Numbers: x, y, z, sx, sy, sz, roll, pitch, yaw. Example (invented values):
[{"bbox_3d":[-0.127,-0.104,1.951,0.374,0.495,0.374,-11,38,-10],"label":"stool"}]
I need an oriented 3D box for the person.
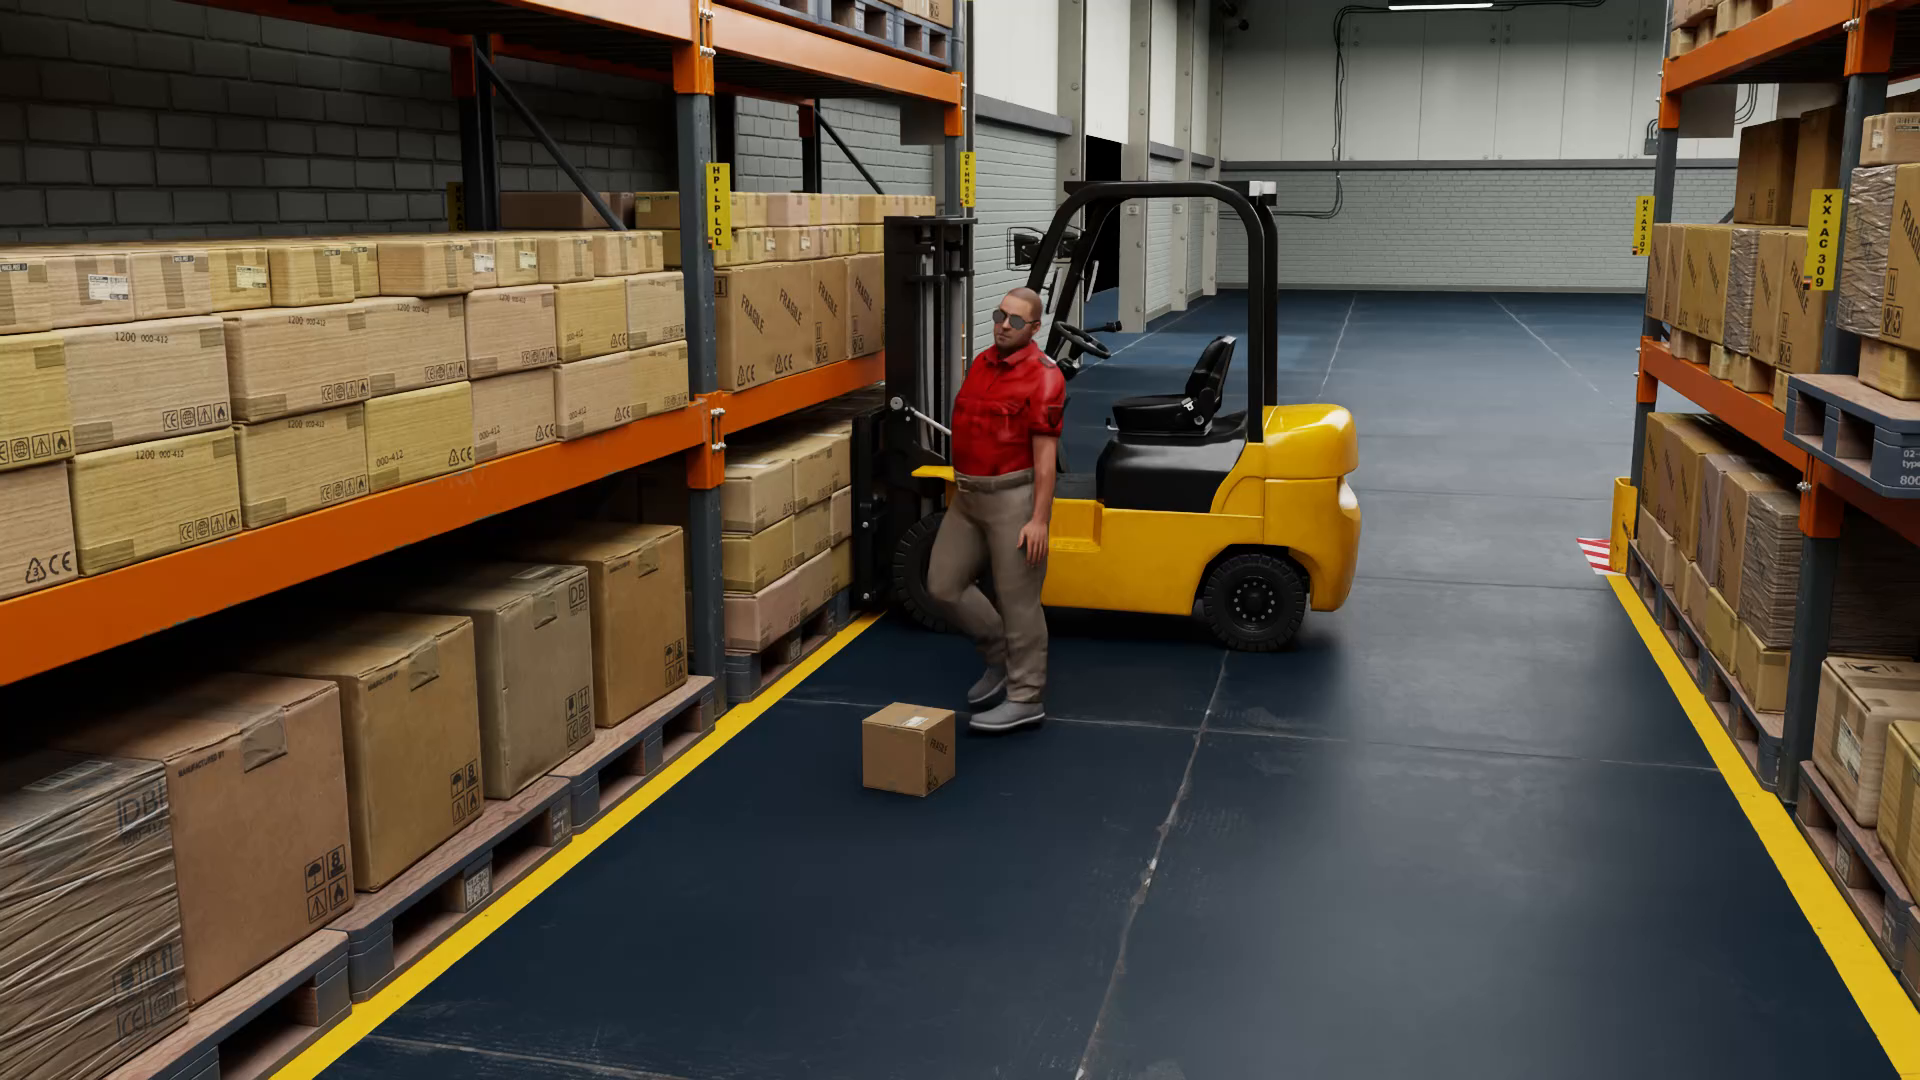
[{"bbox_3d":[0.181,-0.124,6.534,0.464,1.727,0.560,-10,15,-40],"label":"person"}]
